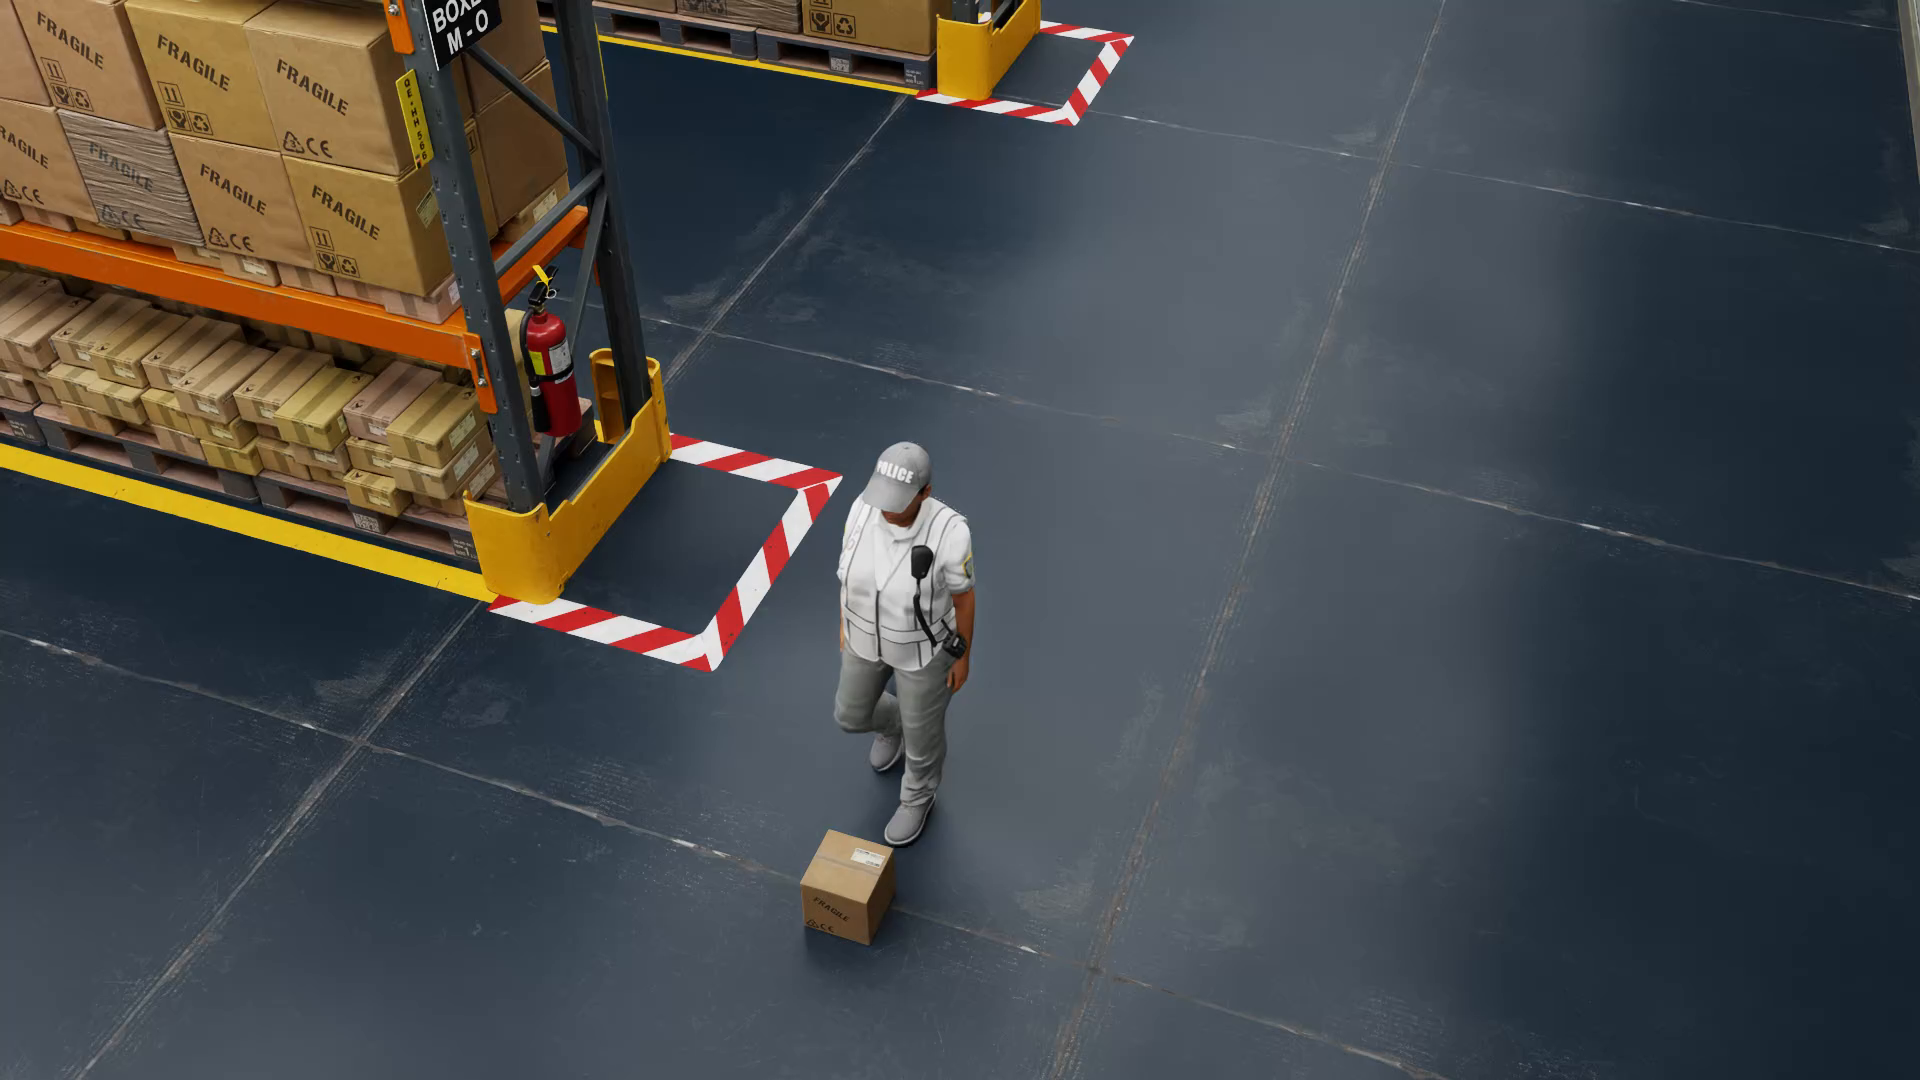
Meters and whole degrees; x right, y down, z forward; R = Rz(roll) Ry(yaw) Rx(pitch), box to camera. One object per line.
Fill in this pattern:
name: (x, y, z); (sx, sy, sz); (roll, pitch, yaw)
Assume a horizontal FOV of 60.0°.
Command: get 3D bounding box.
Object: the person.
person: (-0.189, 0.341, 5.771); (0.493, 1.677, 0.535); (18, 45, 19)
